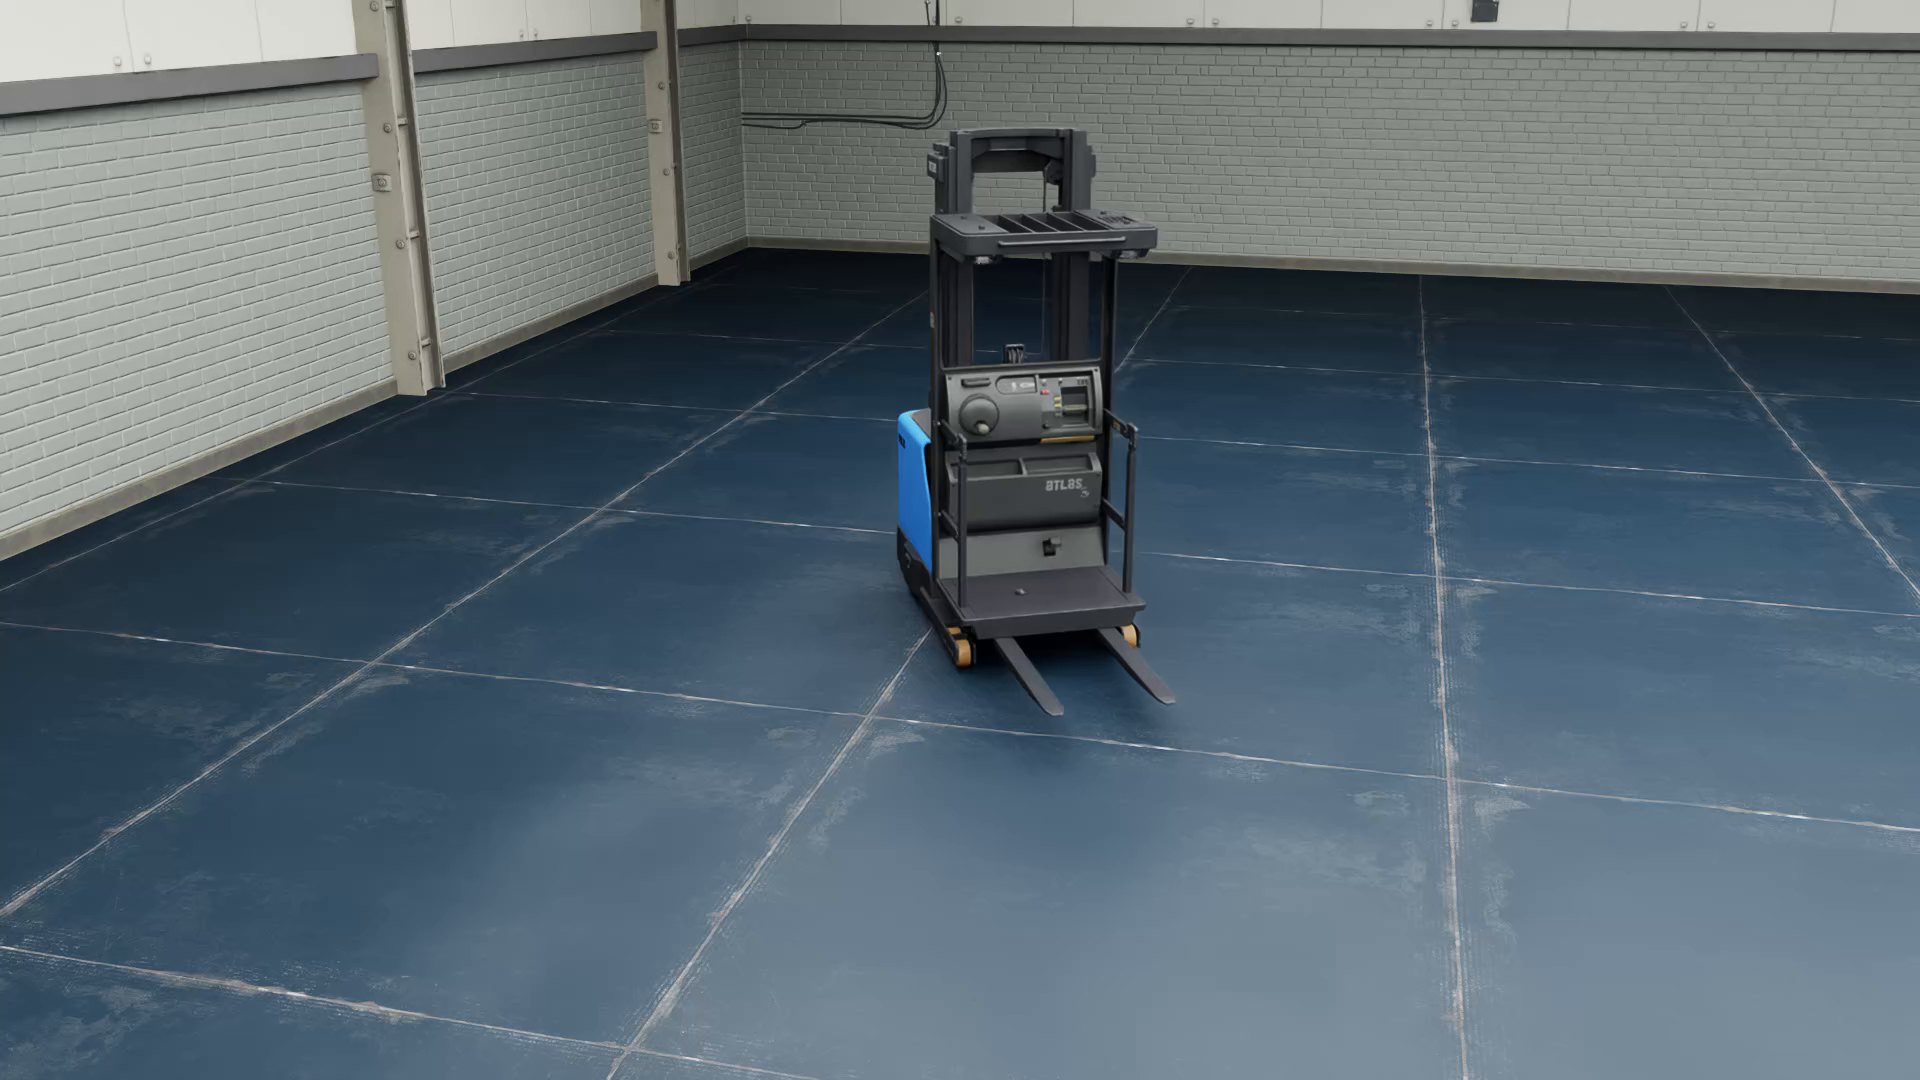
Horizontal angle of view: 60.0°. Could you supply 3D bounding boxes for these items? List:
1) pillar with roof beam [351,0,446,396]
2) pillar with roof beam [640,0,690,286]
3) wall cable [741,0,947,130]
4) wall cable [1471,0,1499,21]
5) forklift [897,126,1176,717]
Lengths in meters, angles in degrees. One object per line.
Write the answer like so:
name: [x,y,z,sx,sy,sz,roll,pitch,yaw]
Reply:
pillar with roof beam: [-0.977,-5.351,13.433,9.100,9.000,0.400,5,19,13]
pillar with roof beam: [0.489,-7.232,18.938,9.100,9.000,0.400,5,19,13]
wall cable: [-1.683,-6.921,22.833,3.097,2.526,0.112,5,19,13]
wall cable: [7.519,-9.245,19.572,2.305,6.003,0.169,5,19,13]
forklift: [0.428,-0.790,9.465,1.130,2.935,3.031,-5,19,-13]
